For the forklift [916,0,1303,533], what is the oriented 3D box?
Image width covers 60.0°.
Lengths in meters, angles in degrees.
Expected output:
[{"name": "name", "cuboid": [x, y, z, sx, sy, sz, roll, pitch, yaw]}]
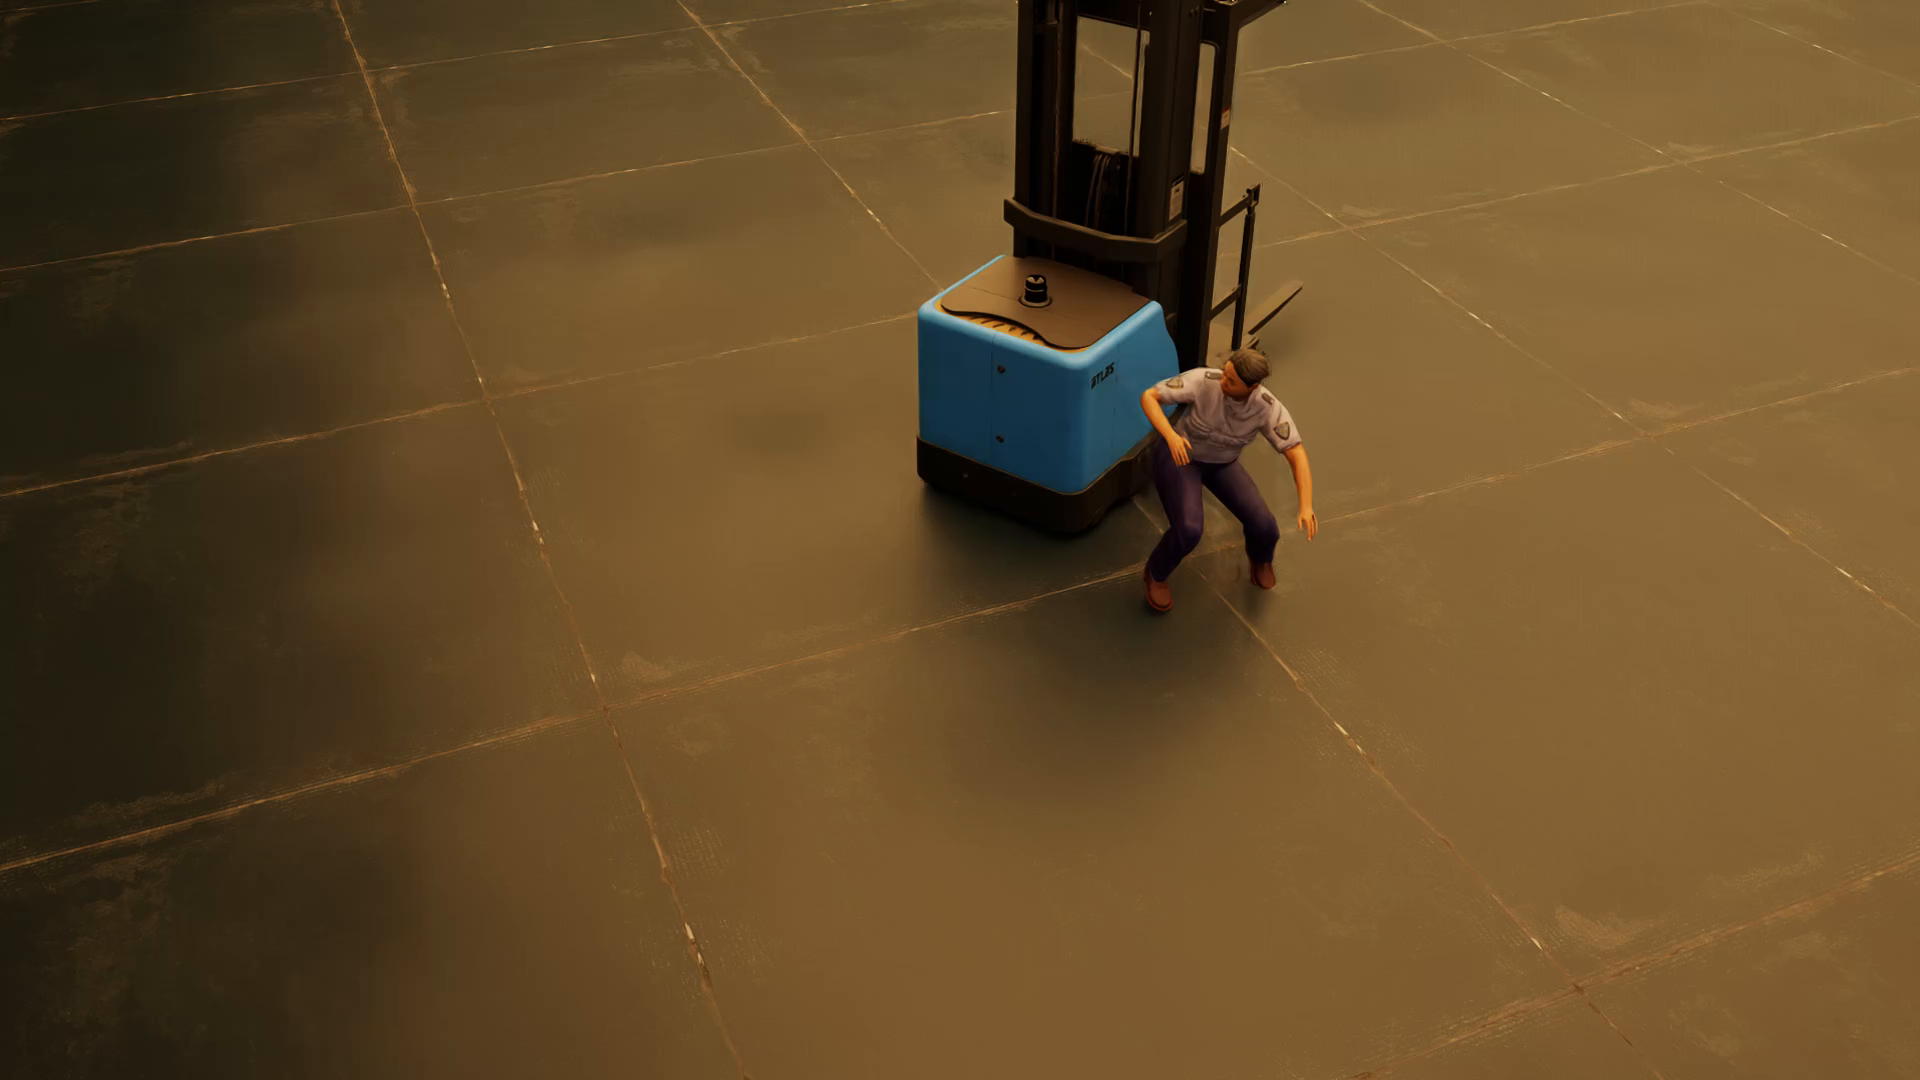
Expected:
[{"name": "forklift", "cuboid": [1.028, -2.037, 8.962, 1.130, 2.935, 3.031, 22, 41, 28]}]

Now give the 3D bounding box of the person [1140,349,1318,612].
[{"name": "person", "cuboid": [1.229, -0.266, 7.844, 0.745, 1.416, 0.847, -5, 36, -7]}]
